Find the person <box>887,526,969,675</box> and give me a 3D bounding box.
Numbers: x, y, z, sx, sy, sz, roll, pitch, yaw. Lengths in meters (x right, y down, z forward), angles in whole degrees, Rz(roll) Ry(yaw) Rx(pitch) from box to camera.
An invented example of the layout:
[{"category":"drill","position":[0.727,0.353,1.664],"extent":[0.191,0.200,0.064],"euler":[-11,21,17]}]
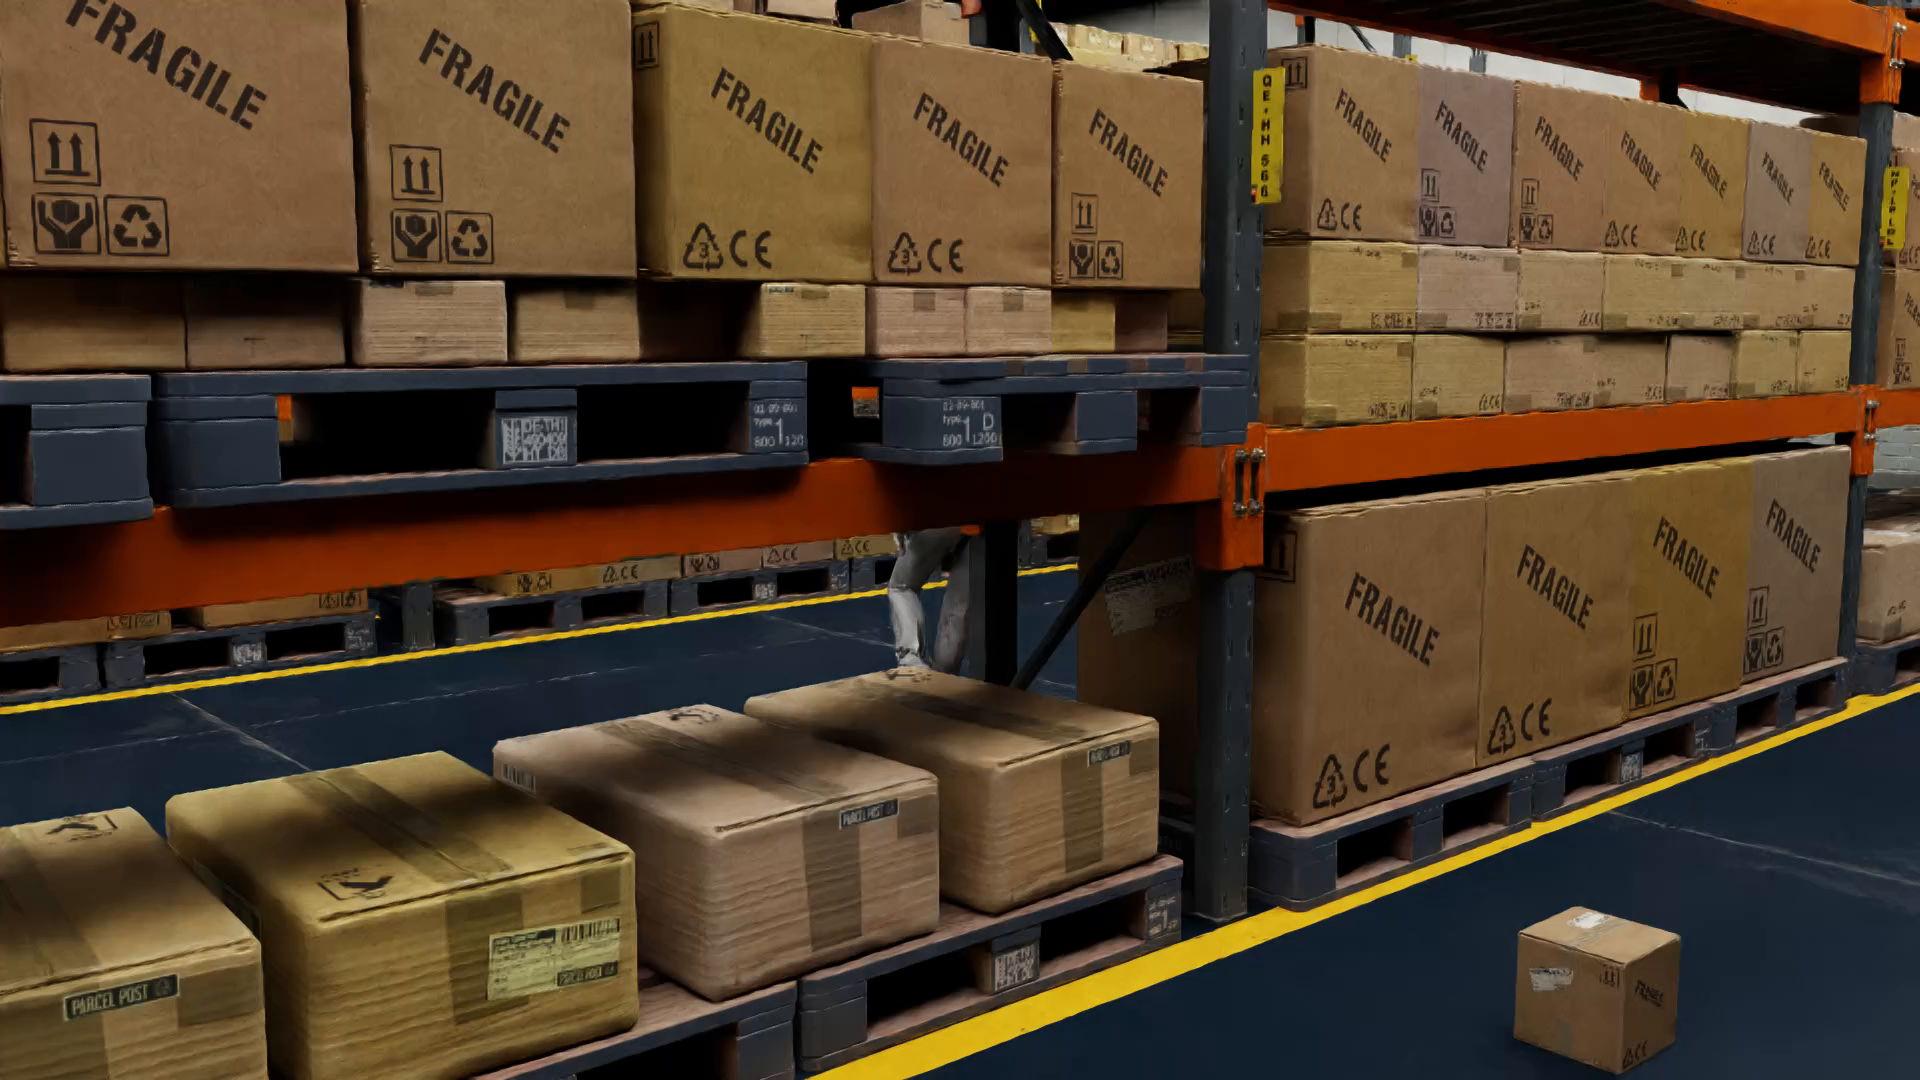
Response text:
[{"category":"person","position":[-0.004,-0.069,6.289],"extent":[0.625,1.625,0.486],"euler":[-1,8,-9]}]
